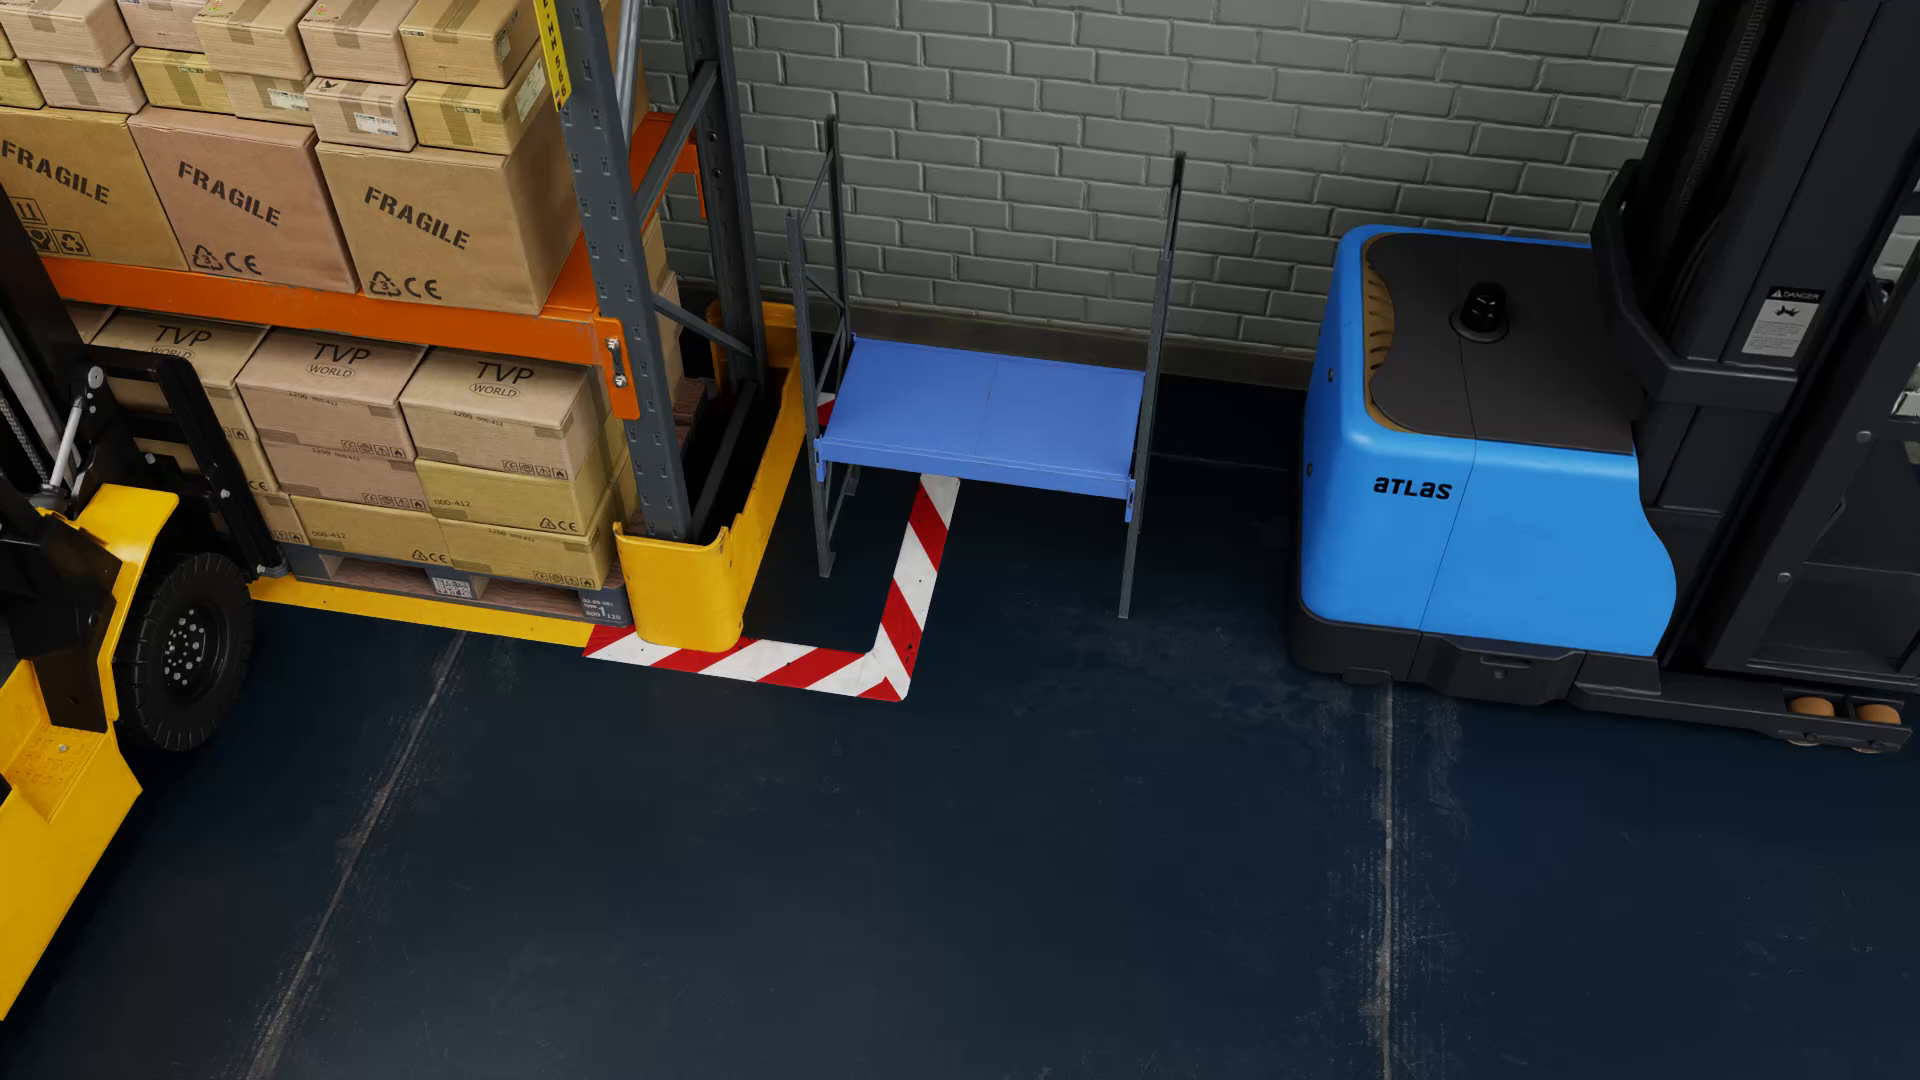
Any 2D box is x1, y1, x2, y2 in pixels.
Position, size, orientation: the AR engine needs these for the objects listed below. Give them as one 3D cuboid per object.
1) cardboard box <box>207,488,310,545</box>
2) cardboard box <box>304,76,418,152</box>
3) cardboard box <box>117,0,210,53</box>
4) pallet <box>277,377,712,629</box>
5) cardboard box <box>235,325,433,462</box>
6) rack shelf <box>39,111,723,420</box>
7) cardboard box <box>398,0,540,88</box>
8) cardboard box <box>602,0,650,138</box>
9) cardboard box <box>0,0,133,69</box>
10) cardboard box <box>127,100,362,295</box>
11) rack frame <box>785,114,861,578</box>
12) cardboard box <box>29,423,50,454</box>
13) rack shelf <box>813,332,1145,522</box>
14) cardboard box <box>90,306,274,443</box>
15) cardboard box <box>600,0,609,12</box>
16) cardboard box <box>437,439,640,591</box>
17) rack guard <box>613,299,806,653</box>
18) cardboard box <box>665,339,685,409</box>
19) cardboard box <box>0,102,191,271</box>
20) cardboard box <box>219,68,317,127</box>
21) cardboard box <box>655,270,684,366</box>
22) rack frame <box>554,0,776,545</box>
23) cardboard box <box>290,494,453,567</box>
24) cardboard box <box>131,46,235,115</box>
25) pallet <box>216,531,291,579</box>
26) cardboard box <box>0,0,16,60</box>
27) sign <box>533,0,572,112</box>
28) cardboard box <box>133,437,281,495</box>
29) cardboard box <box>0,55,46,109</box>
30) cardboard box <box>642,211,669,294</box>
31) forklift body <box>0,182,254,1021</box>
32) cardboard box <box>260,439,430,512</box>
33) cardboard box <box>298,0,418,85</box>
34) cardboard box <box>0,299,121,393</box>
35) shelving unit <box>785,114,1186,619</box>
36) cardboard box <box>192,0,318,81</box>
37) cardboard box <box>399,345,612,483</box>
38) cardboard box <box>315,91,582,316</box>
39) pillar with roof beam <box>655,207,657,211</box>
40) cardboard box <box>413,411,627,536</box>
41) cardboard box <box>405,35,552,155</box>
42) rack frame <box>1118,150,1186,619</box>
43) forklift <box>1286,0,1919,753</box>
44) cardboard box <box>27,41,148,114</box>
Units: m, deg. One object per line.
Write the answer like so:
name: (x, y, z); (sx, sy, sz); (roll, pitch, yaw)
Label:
cardboard box: (-2.326, -0.279, 5.550); (0.500, 0.250, 0.500); (8, 49, 7)
cardboard box: (-1.477, -1.184, 4.294); (0.250, 0.149, 0.380); (8, 49, 7)
cardboard box: (-1.961, -1.436, 4.320); (0.250, 0.149, 0.380); (8, 49, 7)
pallet: (-1.589, -0.220, 5.805); (1.213, 0.211, 1.003); (8, 49, 7)
cardboard box: (-1.841, -0.532, 5.106); (0.500, 0.250, 0.500); (8, 49, 8)
rack shelf: (-2.797, -1.105, 5.210); (4.000, 0.370, 1.077); (8, 49, 7)
cardboard box: (-1.219, -1.324, 4.220); (0.250, 0.149, 0.380); (8, 49, 7)
cardboard box: (-1.267, -1.383, 4.909); (0.500, 0.500, 0.500); (9, 49, 8)
cardboard box: (-2.237, -1.389, 4.278); (0.250, 0.149, 0.380); (9, 49, 8)
cardboard box: (-1.869, -1.063, 4.621); (0.500, 0.500, 0.500); (9, 49, 8)
rack frame: (-0.416, -0.557, 5.242); (0.032, 1.500, 0.500); (8, 49, 7)
cardboard box: (-2.858, -0.501, 5.414); (0.500, 0.250, 0.500); (8, 48, 7)
rack shelf: (0.084, -0.370, 5.316); (1.000, 0.185, 0.538); (8, 49, 7)
cardboard box: (-2.339, -0.592, 5.159); (0.500, 0.250, 0.500); (8, 49, 7)
cardboard box: (-1.116, -1.566, 4.637); (0.250, 0.149, 0.380); (7, 48, 6)
cardboard box: (-1.347, -0.133, 5.419); (0.500, 0.250, 0.500); (8, 49, 7)
rack guard: (-0.805, -0.242, 5.632); (0.348, 0.500, 1.175); (8, 49, 7)
cardboard box: (-1.277, -0.510, 5.758); (0.500, 0.250, 0.500); (8, 49, 7)
cardboard box: (-2.373, -1.130, 4.682); (0.500, 0.500, 0.500); (7, 48, 6)
cardboard box: (-1.721, -1.263, 4.365); (0.250, 0.149, 0.380); (8, 49, 8)
cardboard box: (-1.255, -0.684, 5.578); (0.500, 0.250, 0.500); (8, 49, 8)
rack frame: (-0.829, -1.081, 4.705); (0.127, 3.000, 1.000); (8, 49, 7)
cardboard box: (-1.835, -0.206, 5.485); (0.500, 0.250, 0.500); (8, 49, 7)
cardboard box: (-1.963, -1.304, 4.402); (0.250, 0.149, 0.380); (7, 48, 7)
pallet: (-2.786, -0.383, 5.952); (1.213, 0.211, 1.003); (8, 49, 7)
cardboard box: (-2.493, -1.419, 4.305); (0.250, 0.149, 0.380); (9, 49, 8)
sign: (-0.939, -1.152, 3.831); (0.005, 0.325, 0.100); (8, 49, 7)
cardboard box: (-2.367, -0.432, 5.352); (0.500, 0.250, 0.500); (7, 48, 6)
cardboard box: (-2.486, -1.324, 4.420); (0.250, 0.149, 0.380); (8, 49, 7)
cardboard box: (-1.268, -0.839, 5.381); (0.500, 0.250, 0.500); (7, 48, 6)
forklift body: (-3.019, 0.287, 4.046); (1.214, 2.155, 2.313); (8, 49, 7)
cardboard box: (-1.855, -0.379, 5.304); (0.500, 0.250, 0.500); (7, 48, 6)
cardboard box: (-1.467, -1.334, 4.228); (0.250, 0.149, 0.380); (8, 49, 7)
cardboard box: (-2.837, -0.664, 5.224); (0.500, 0.250, 0.500); (7, 48, 6)
shelving unit: (0.084, -0.490, 5.182); (1.048, 1.500, 0.538); (8, 49, 7)
cardboard box: (-1.729, -1.348, 4.242); (0.250, 0.149, 0.380); (9, 49, 8)
cardboard box: (-1.337, -0.469, 5.049); (0.500, 0.250, 0.500); (9, 49, 8)
cardboard box: (-1.360, -0.987, 4.553); (0.500, 0.500, 0.500); (7, 48, 6)
pillar with roof beam: (-2.119, -0.687, 0.317); (0.400, 9.000, 9.100); (8, 49, 7)
cardboard box: (-1.363, -0.305, 5.238); (0.500, 0.250, 0.500); (7, 48, 6)
cardboard box: (-1.220, -1.172, 4.283); (0.250, 0.149, 0.380); (8, 49, 7)
rack frame: (0.584, -0.423, 5.122); (0.032, 1.500, 0.500); (8, 49, 7)
forklift: (2.610, -0.745, 4.449); (3.031, 2.935, 1.130); (6, 48, 6)
cardboard box: (-2.234, -1.305, 4.403); (0.250, 0.149, 0.380); (6, 48, 6)
